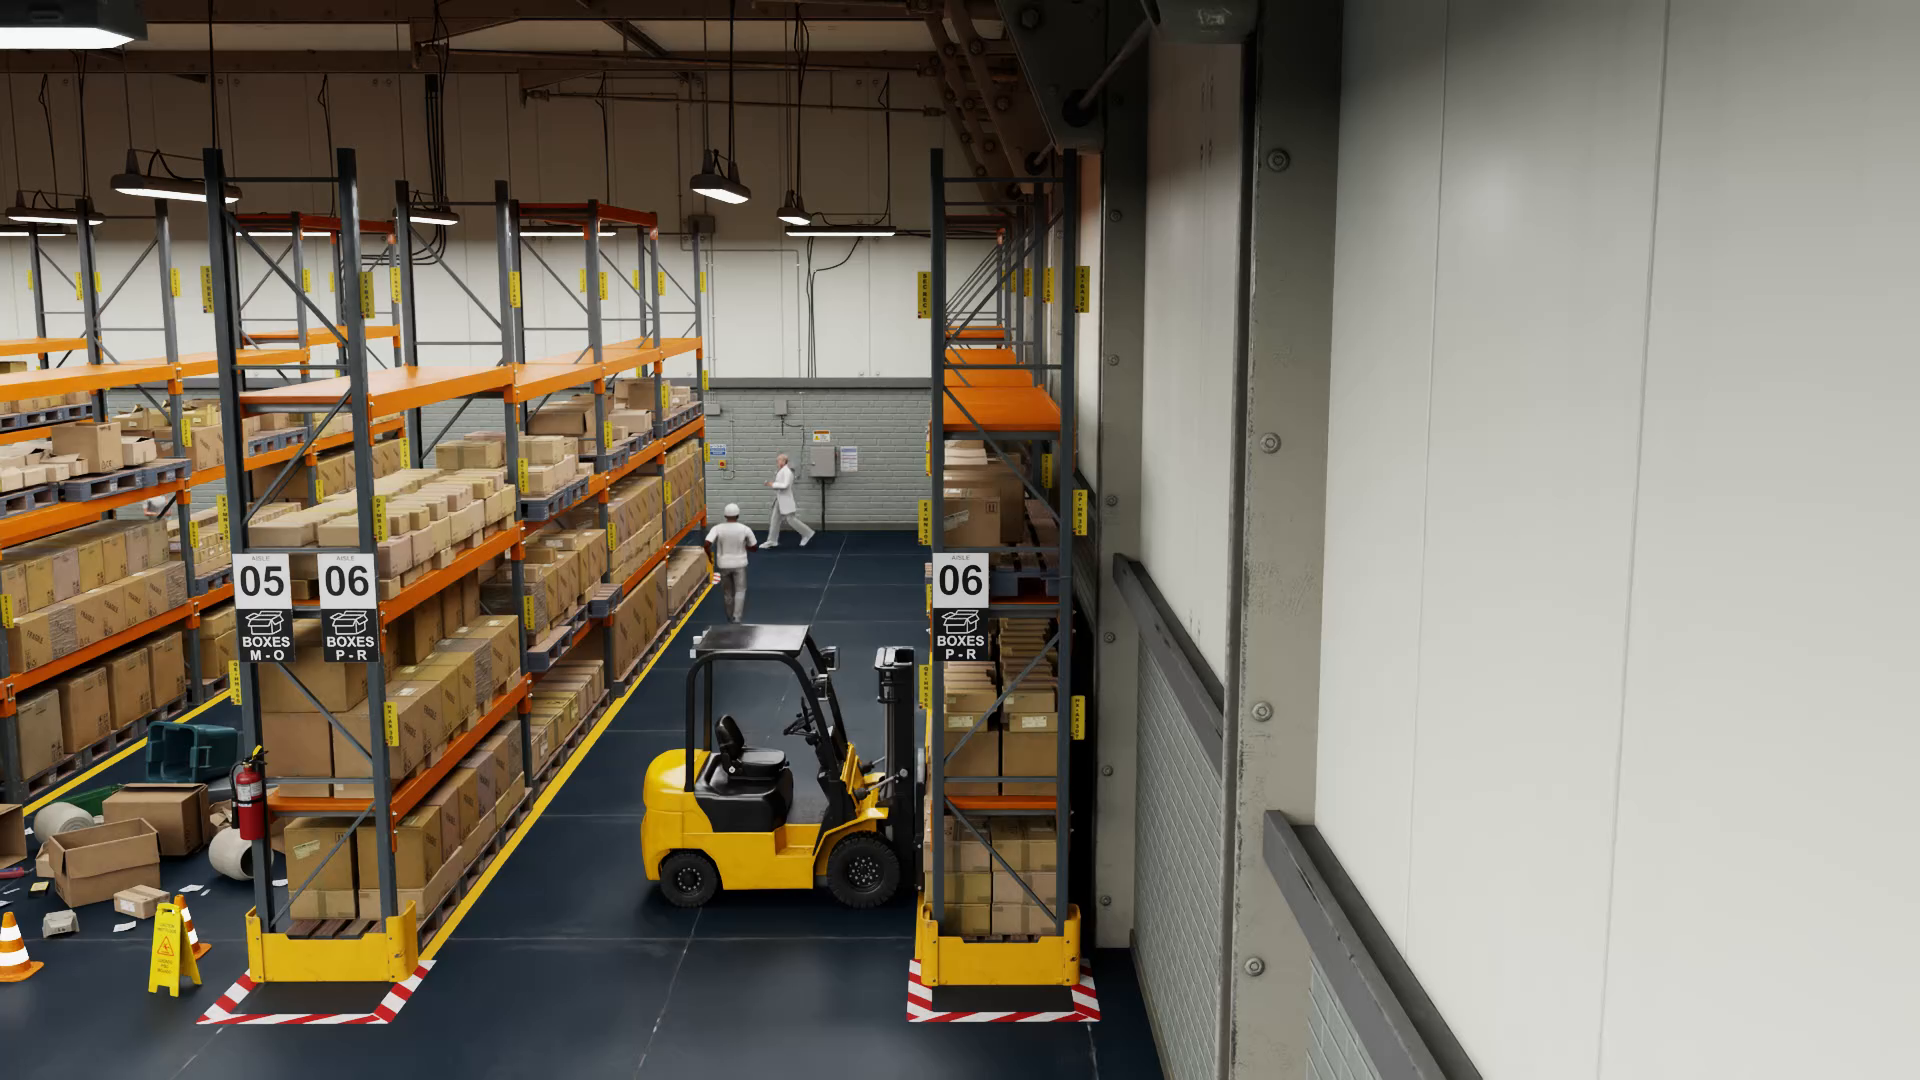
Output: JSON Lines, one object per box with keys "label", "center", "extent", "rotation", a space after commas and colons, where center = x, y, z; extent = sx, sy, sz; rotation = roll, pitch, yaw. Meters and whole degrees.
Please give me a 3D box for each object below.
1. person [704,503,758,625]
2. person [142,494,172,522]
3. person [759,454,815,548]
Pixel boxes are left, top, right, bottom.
{"label": "person", "center": [-3.128, 0.372, 22.825], "extent": [0.721, 1.784, 0.865], "rotation": [0, 9, -3]}
{"label": "person", "center": [-14.071, -0.308, 29.264], "extent": [0.588, 1.595, 0.634], "rotation": [6, 11, 34]}
{"label": "person", "center": [-3.271, -0.743, 31.259], "extent": [1.066, 1.768, 0.720], "rotation": [-3, 10, -18]}
